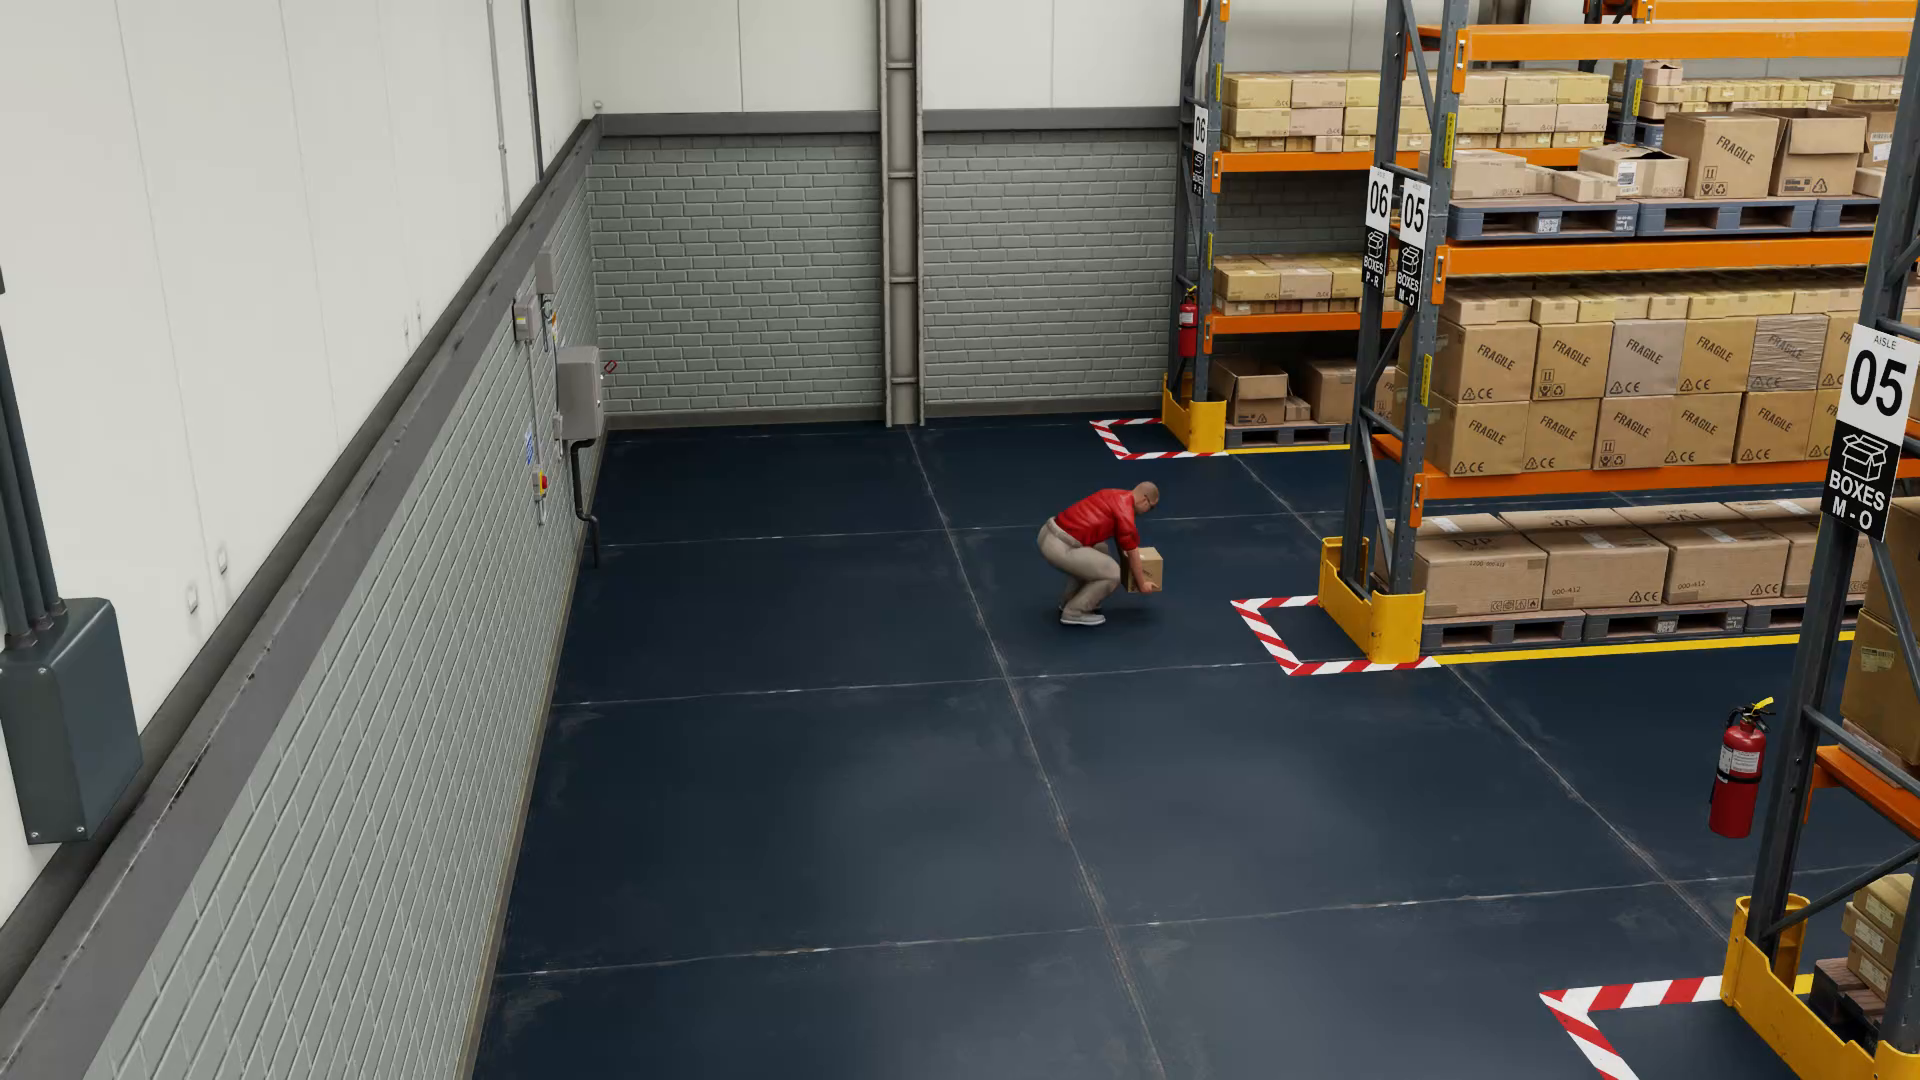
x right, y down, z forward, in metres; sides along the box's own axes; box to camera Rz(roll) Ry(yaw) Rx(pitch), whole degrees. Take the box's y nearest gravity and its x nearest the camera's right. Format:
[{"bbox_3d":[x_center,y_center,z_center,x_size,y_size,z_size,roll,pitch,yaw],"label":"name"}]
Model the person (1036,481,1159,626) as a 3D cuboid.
[{"bbox_3d":[0.997,0.086,11.967,0.892,0.986,0.533,-3,20,-9],"label":"person"}]
